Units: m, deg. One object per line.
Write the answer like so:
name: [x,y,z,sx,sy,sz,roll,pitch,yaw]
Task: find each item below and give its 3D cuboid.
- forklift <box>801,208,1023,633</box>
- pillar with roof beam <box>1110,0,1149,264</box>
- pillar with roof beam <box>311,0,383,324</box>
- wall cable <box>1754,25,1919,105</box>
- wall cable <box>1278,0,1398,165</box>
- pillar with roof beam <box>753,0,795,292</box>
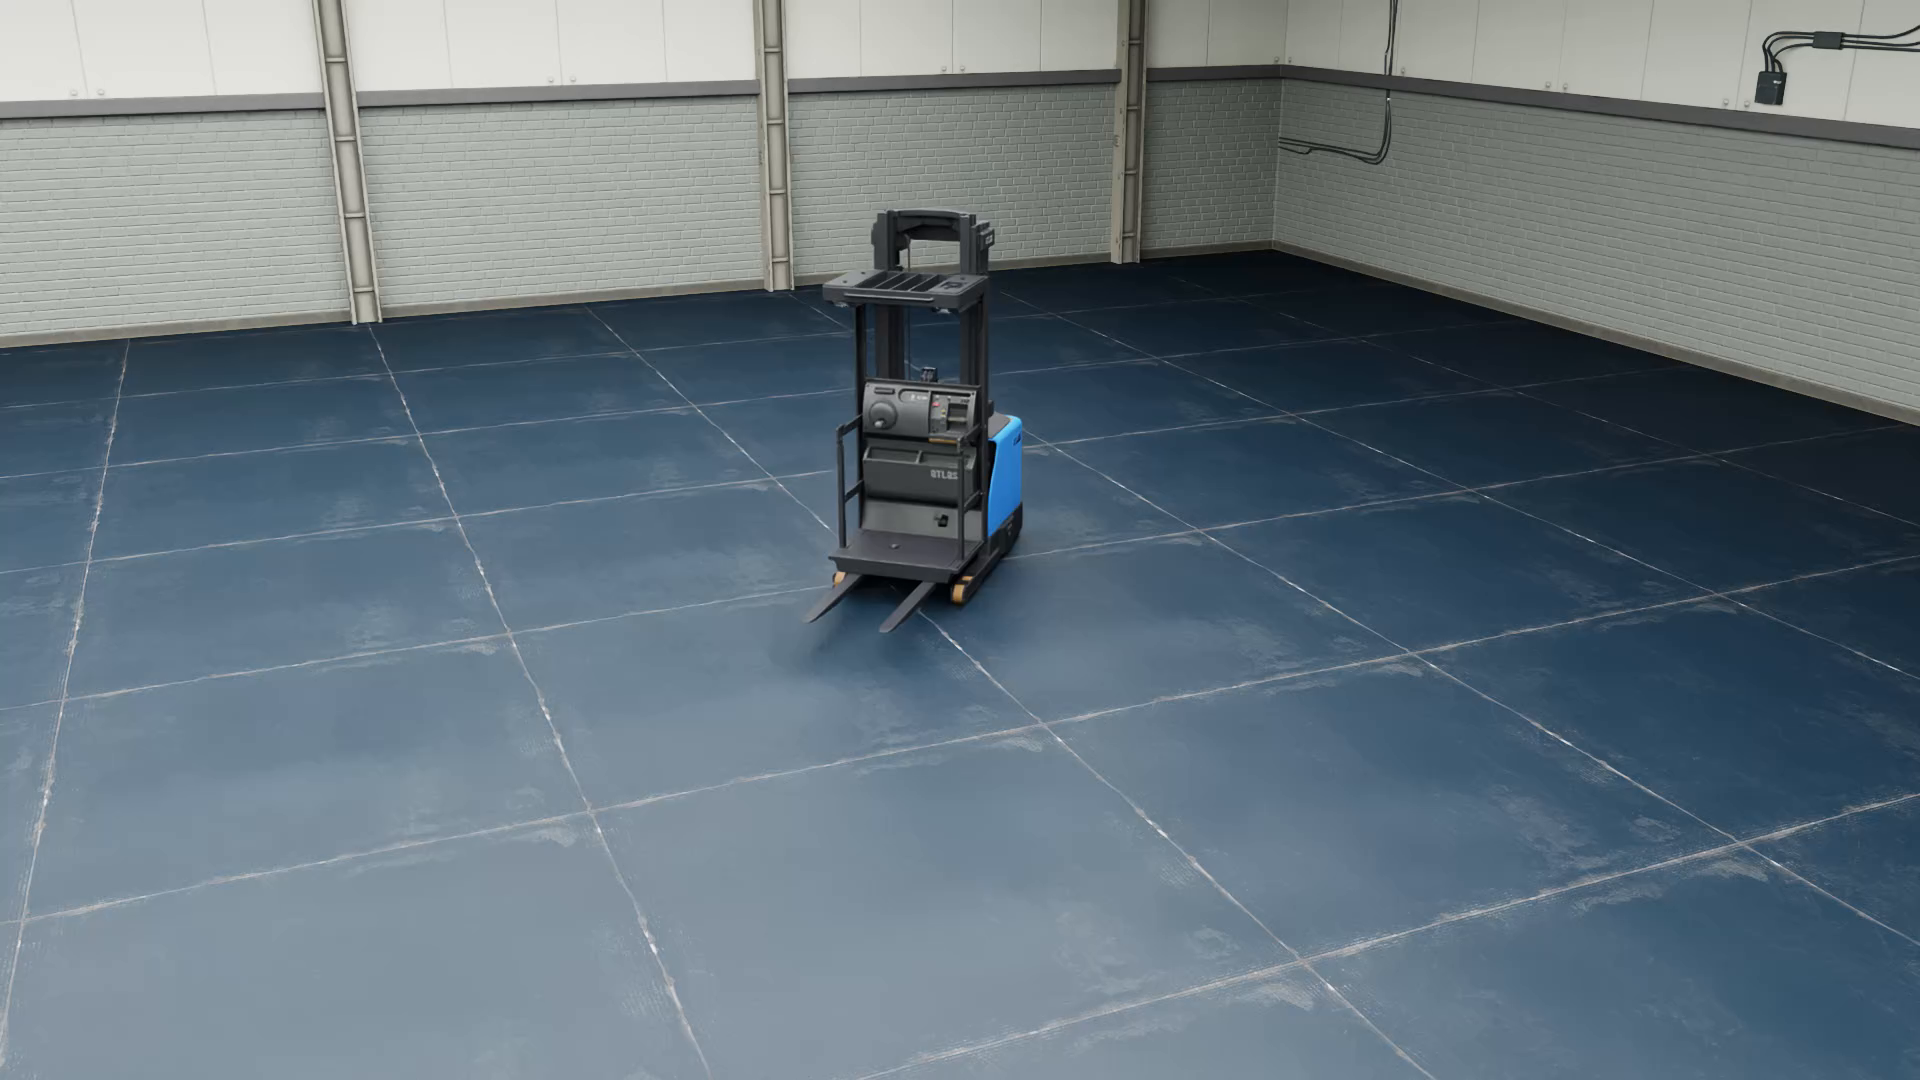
forklift: [-0.385,-1.020,13.007,1.130,2.935,3.031,6,20,17]
pillar with roof beam: [4.449,-7.563,22.453,0.400,9.000,9.100,-8,21,-22]
pillar with roof beam: [-6.569,-5.985,17.970,0.400,9.000,9.100,-8,21,-22]
wall cable: [9.719,-7.568,17.344,0.169,6.003,2.305,-8,21,-22]
wall cable: [5.973,-7.396,26.653,0.112,2.526,3.097,-8,21,-22]
pillar with roof beam: [-1.060,-6.774,20.212,0.400,9.000,9.100,-8,21,-22]
